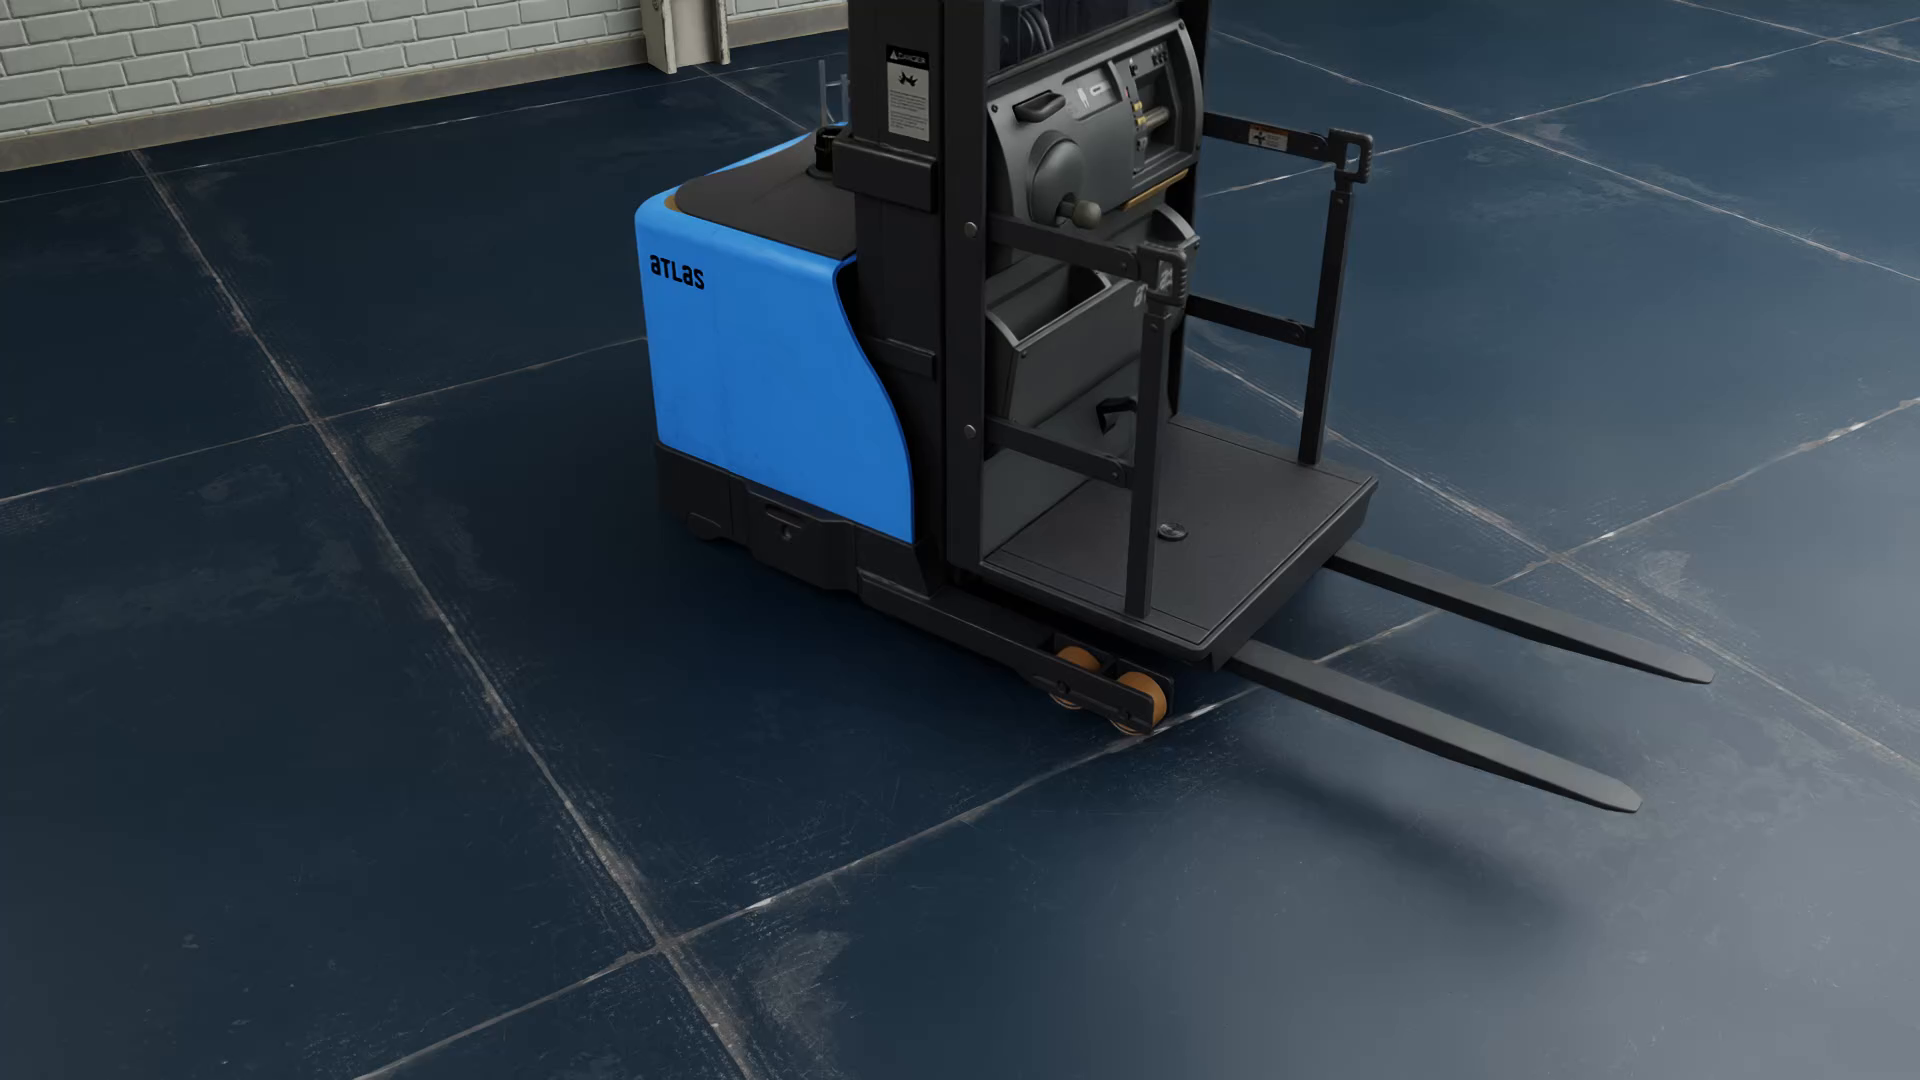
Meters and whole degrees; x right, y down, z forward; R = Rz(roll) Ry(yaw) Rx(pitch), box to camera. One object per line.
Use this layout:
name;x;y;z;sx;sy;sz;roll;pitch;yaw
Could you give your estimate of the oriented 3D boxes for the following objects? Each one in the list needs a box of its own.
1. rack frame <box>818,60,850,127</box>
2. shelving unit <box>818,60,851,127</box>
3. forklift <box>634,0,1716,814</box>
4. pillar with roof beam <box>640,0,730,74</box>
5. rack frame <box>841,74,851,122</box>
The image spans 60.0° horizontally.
rack frame;-0.363;-1.115;5.893;0.240;1.200;0.006;-15;35;-23
shelving unit;-0.321;-1.071;5.824;0.258;1.200;0.189;-15;35;-23
forklift;0.533;-1.042;4.155;3.031;2.935;1.130;21;38;30
pillar with roof beam;0.756;-4.649;4.186;0.400;9.000;9.100;-19;37;-27
rack frame;-0.279;-1.028;5.755;0.240;1.200;0.006;-15;35;-23
